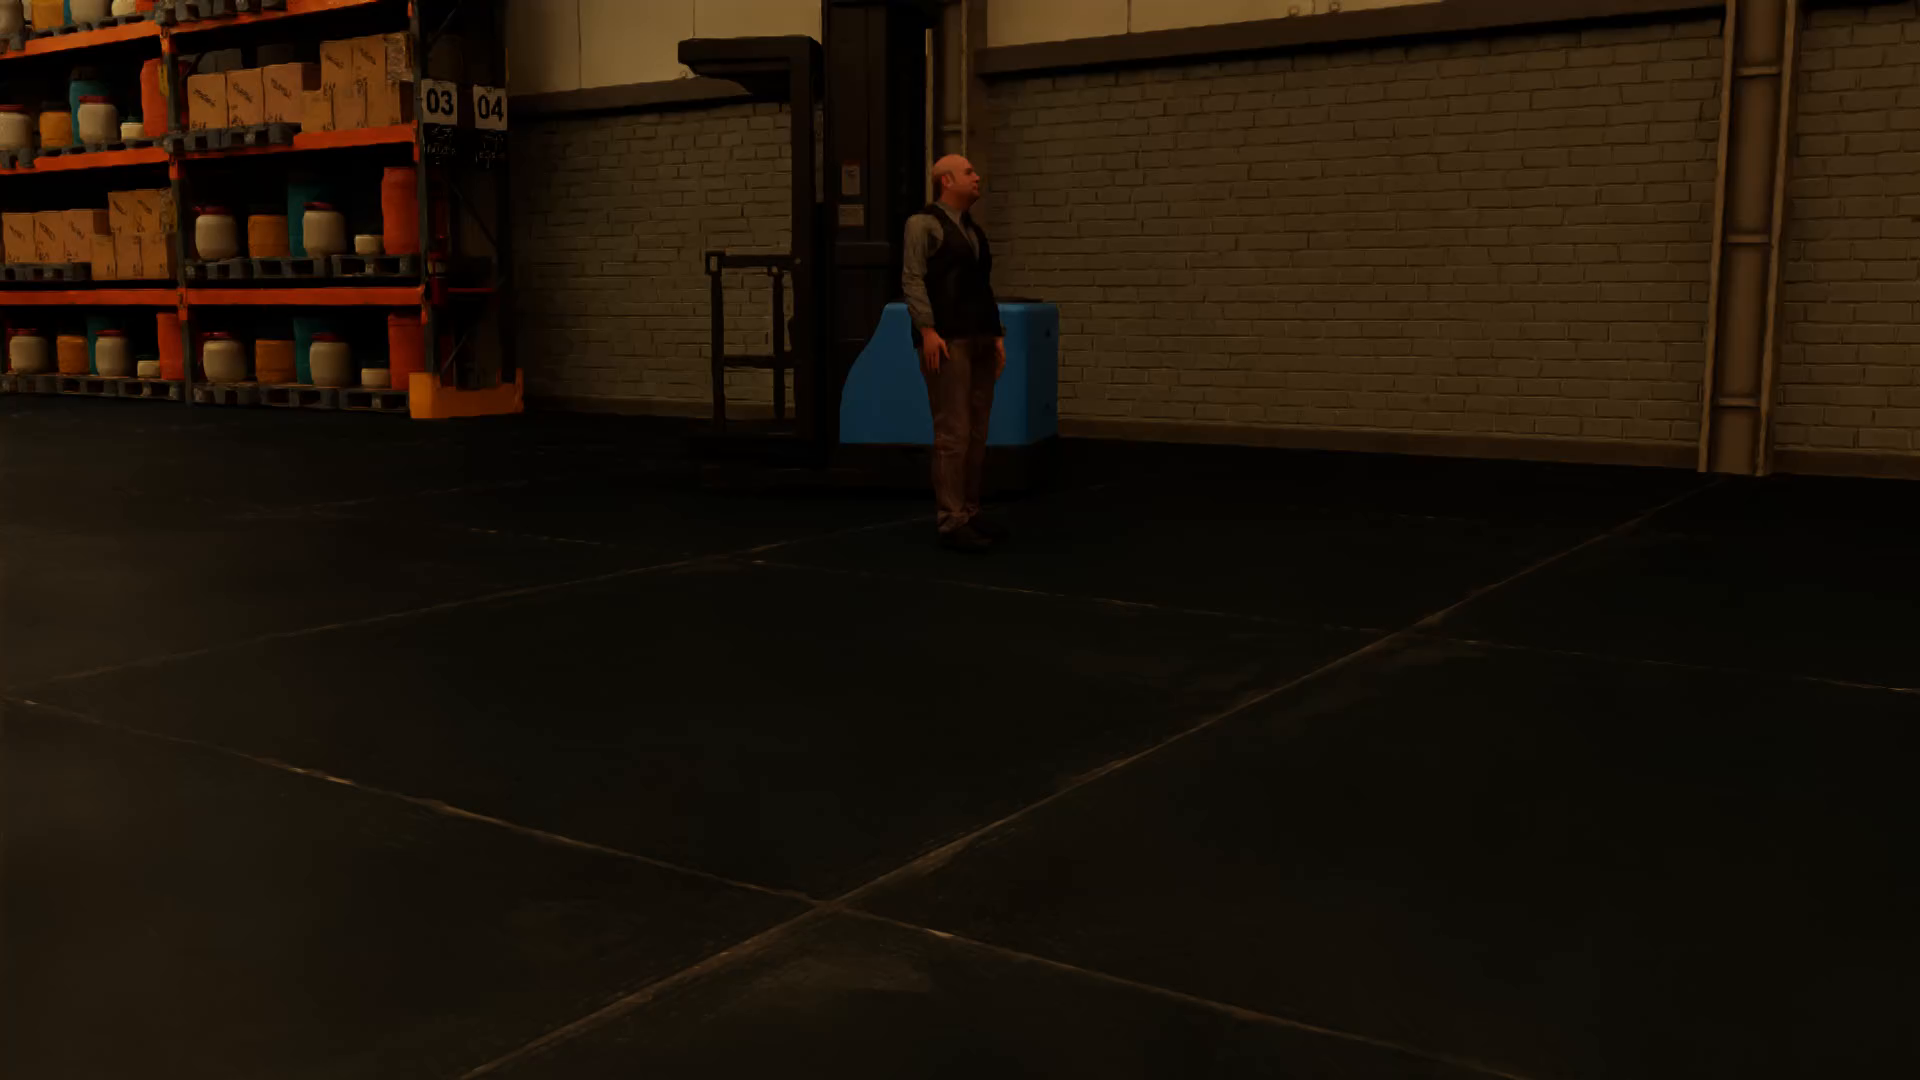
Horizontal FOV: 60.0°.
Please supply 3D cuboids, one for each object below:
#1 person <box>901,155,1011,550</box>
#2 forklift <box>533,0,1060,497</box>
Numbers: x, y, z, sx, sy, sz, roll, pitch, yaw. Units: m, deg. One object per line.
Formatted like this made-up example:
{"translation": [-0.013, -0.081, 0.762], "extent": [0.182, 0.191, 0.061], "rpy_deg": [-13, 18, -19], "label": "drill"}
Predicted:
{"translation": [0.047, -0.853, 7.440], "extent": [0.567, 1.720, 0.632], "rpy_deg": [5, 10, 34], "label": "person"}
{"translation": [-0.981, -1.770, 9.638], "extent": [3.031, 2.935, 1.130], "rpy_deg": [2, 8, 14], "label": "forklift"}
